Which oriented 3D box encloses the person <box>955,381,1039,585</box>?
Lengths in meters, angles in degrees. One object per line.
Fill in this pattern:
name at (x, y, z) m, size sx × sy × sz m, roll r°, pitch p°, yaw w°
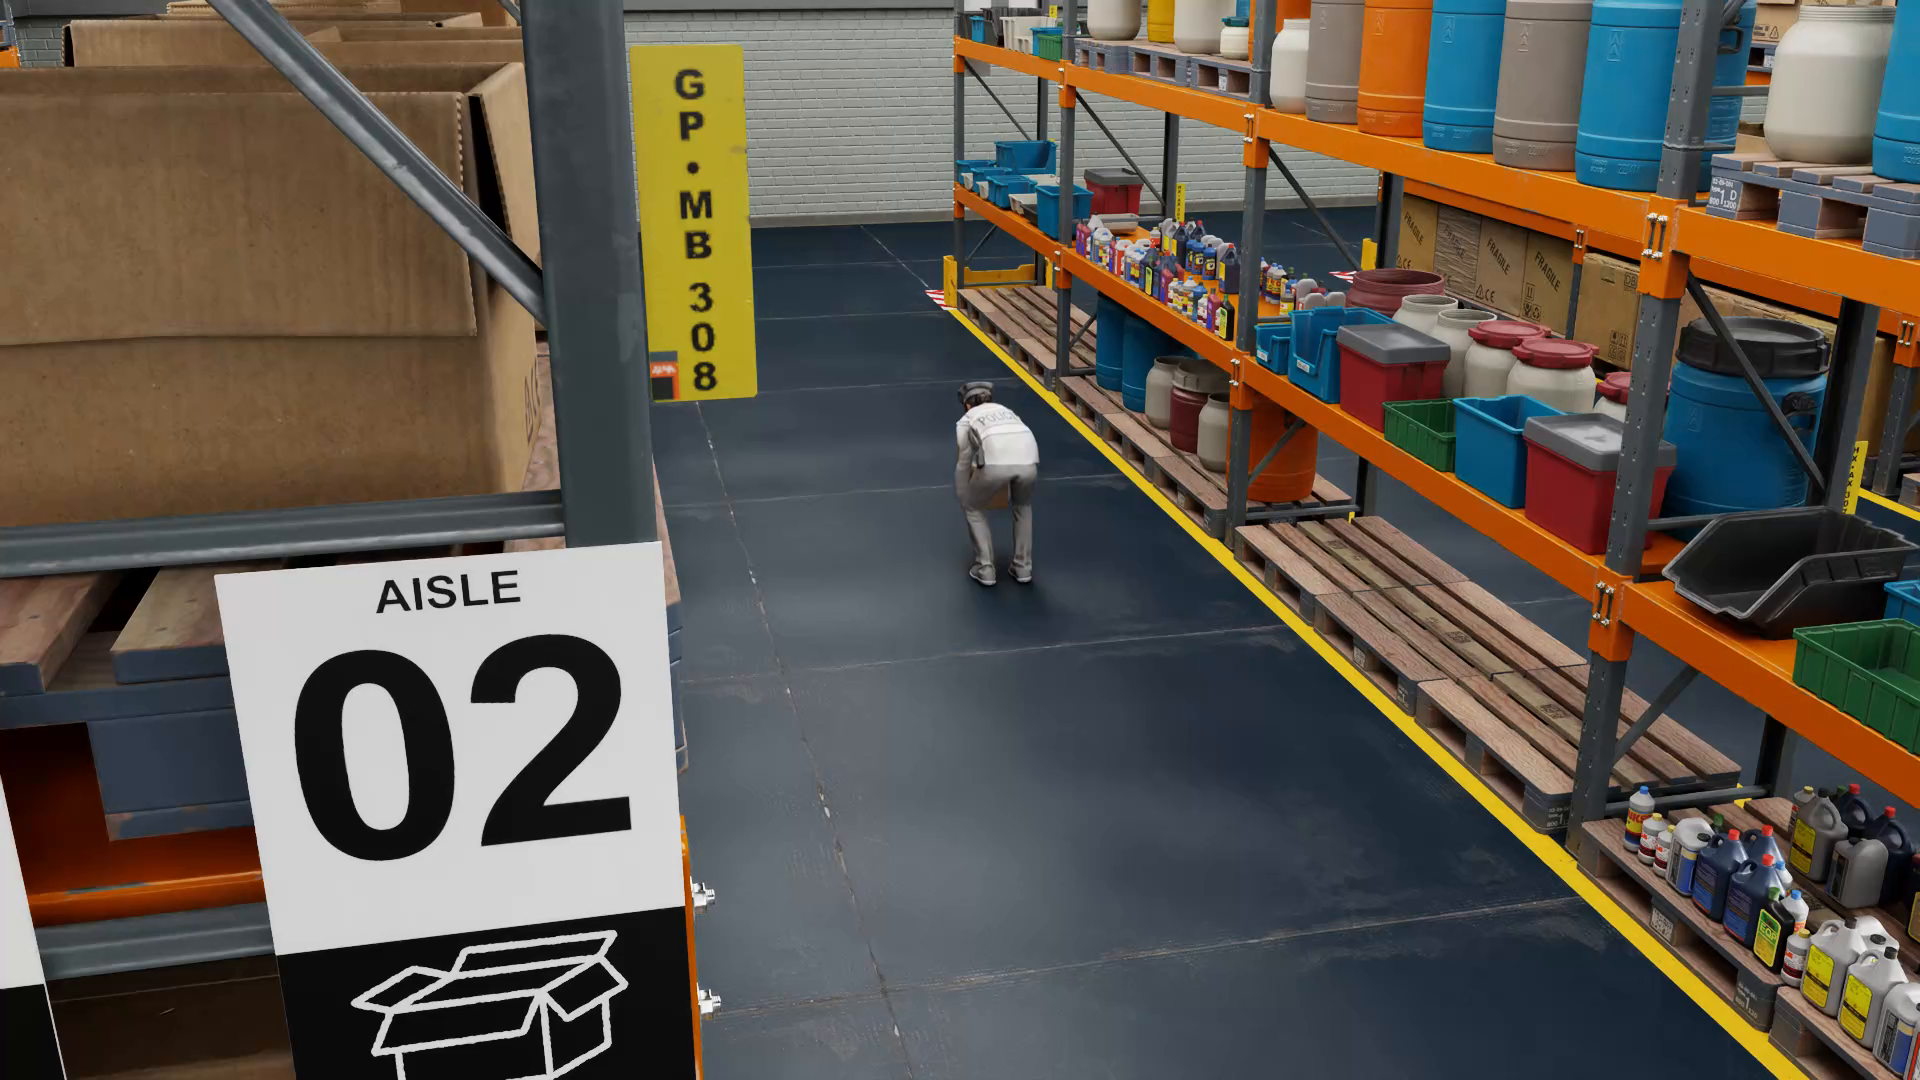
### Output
person at (0.209, -0.362, 10.347) m, size 0.440 × 1.148 × 0.915 m, roll -5°, pitch 20°, yaw -15°
